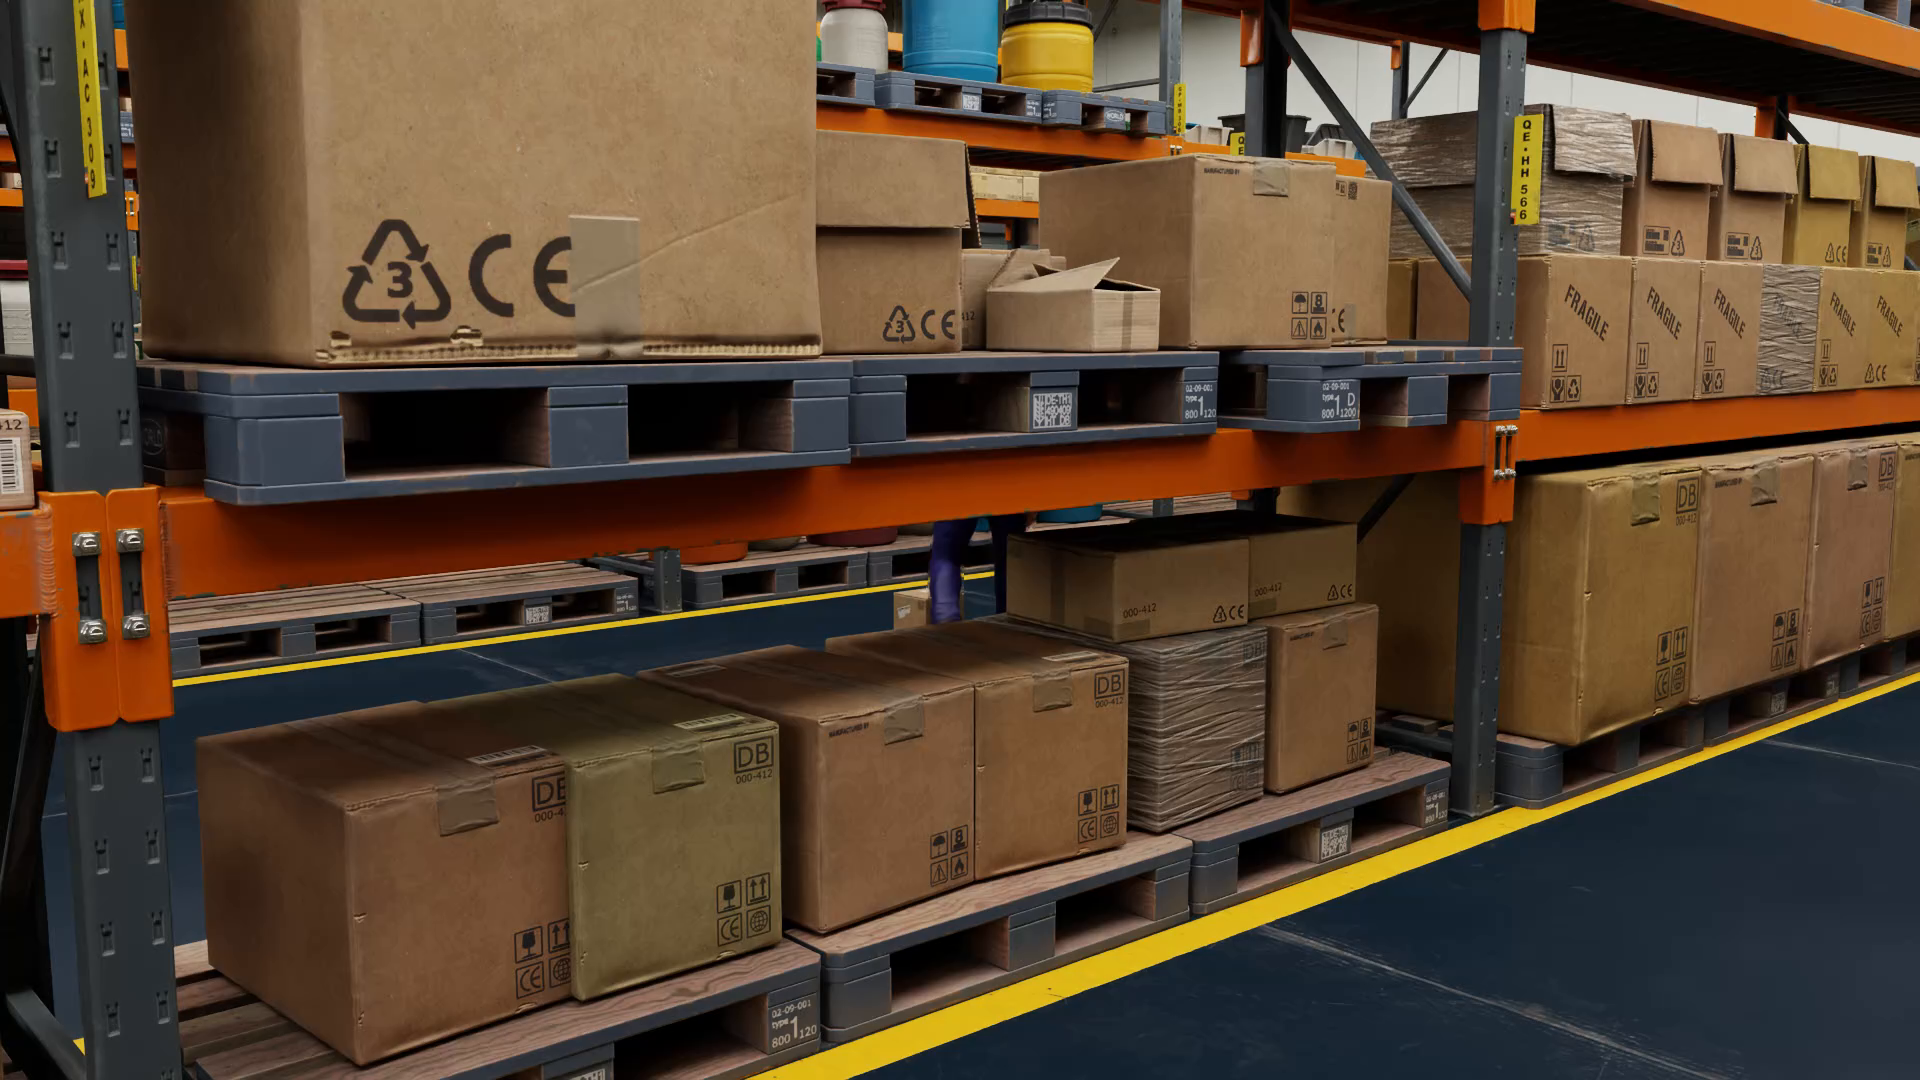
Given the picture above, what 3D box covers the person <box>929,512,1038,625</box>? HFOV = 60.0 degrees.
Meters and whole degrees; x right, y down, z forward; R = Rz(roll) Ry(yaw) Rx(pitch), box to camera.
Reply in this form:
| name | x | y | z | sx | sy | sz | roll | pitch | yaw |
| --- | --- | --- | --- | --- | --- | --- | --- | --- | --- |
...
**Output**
| name | x | y | z | sx | sy | sz | roll | pitch | yaw |
| --- | --- | --- | --- | --- | --- | --- | --- | --- | --- |
| person | 0.103 | -0.218 | 7.552 | 0.523 | 1.647 | 0.748 | -1 | 8 | -5 |
